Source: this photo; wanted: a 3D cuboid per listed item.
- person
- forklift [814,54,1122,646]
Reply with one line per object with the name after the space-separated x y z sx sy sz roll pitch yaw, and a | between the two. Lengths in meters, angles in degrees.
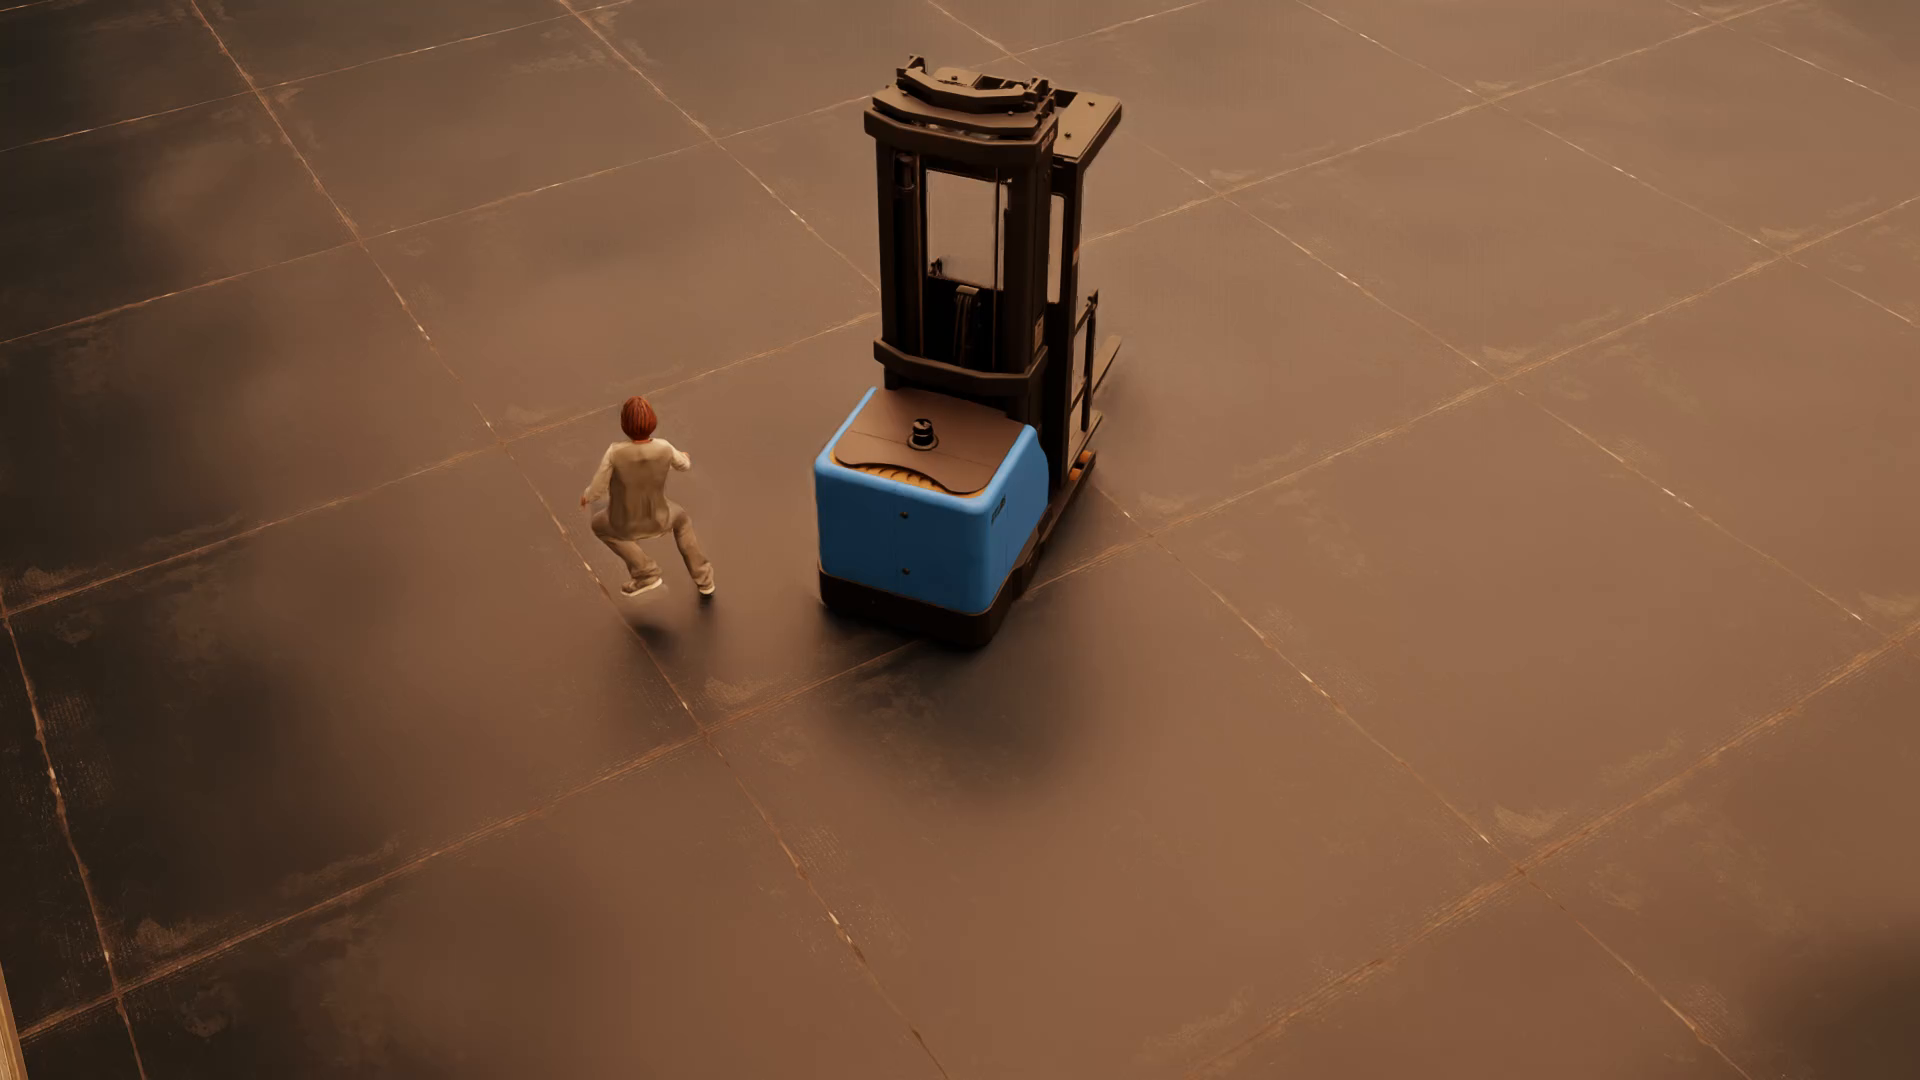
-1.772 -0.242 9.274 0.672 1.467 0.571 -13 43 -14 | person
0.219 -1.485 9.571 1.130 2.935 3.031 15 43 17 | forklift
